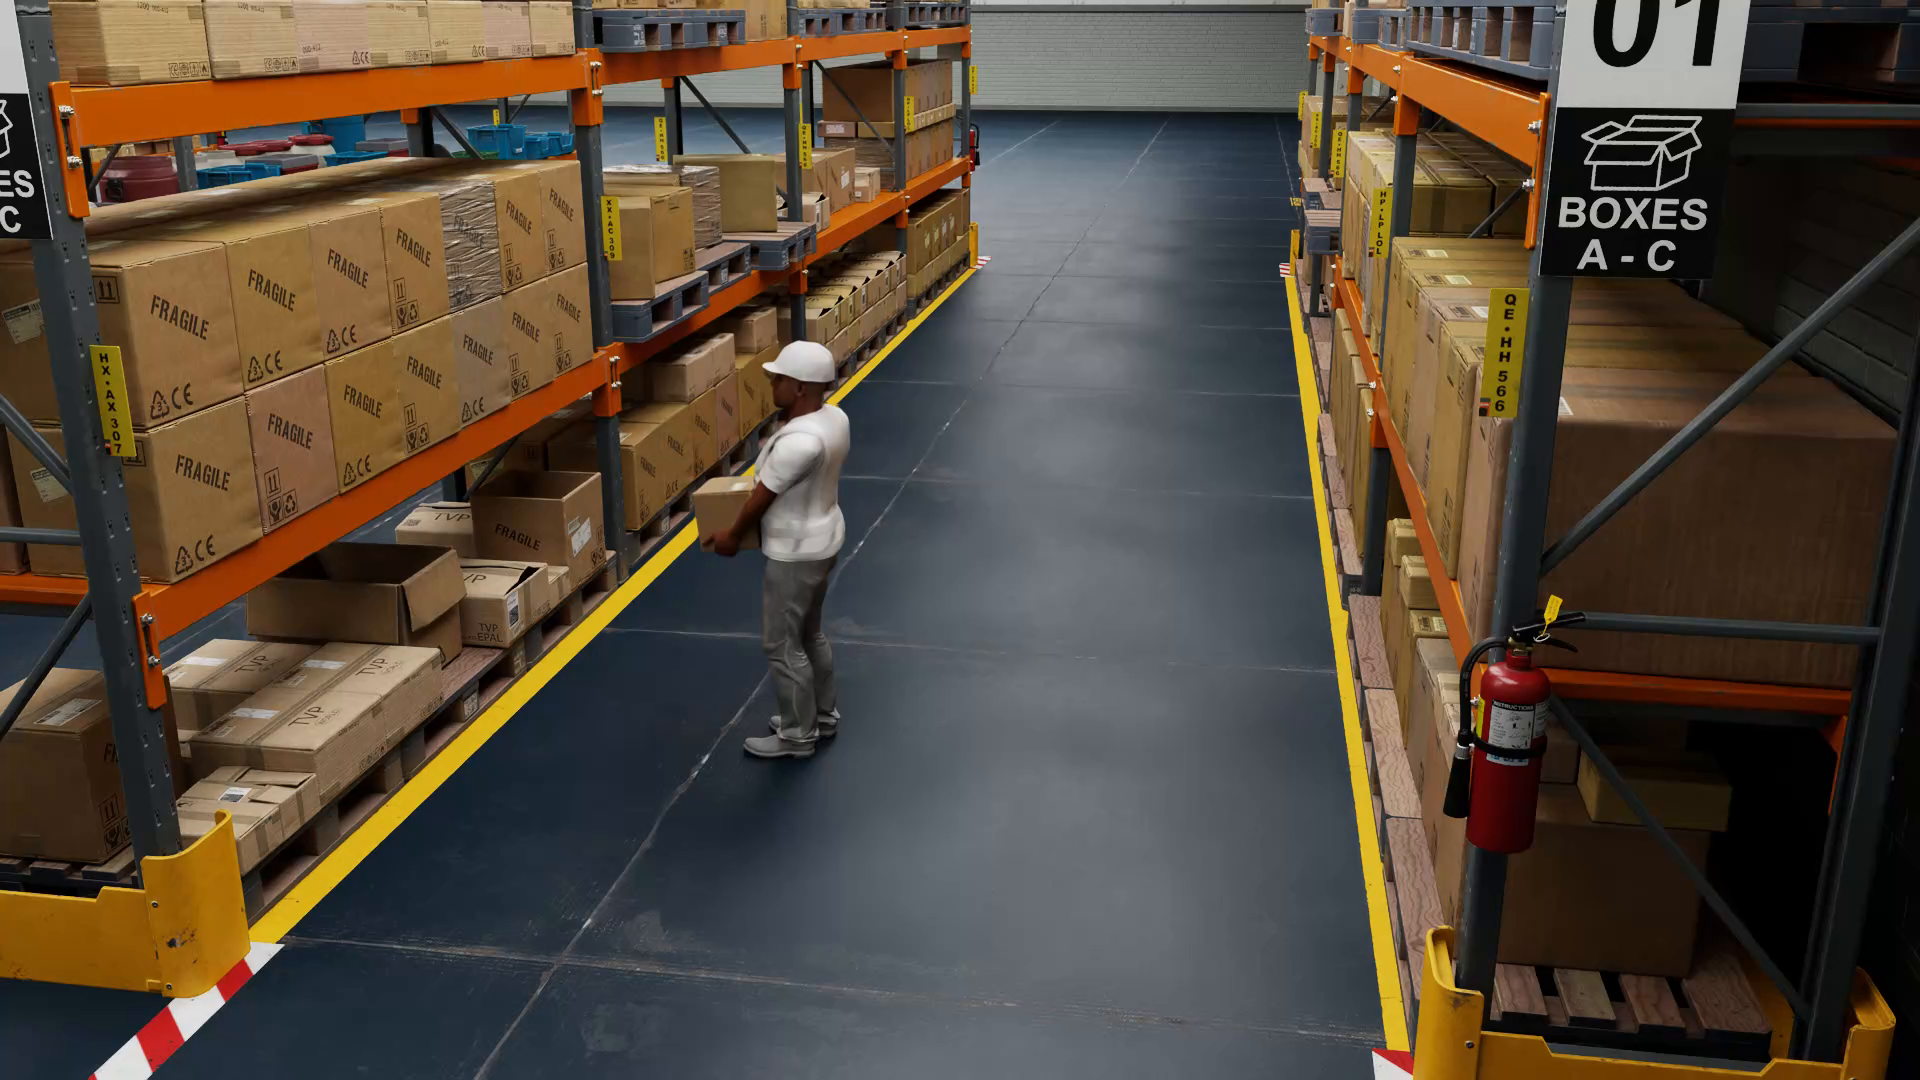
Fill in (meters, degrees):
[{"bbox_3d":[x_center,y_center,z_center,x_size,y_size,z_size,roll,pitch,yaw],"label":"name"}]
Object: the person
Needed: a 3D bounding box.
[{"bbox_3d":[-0.756,0.042,6.888,0.569,1.761,0.504,3,18,10],"label":"person"}]
